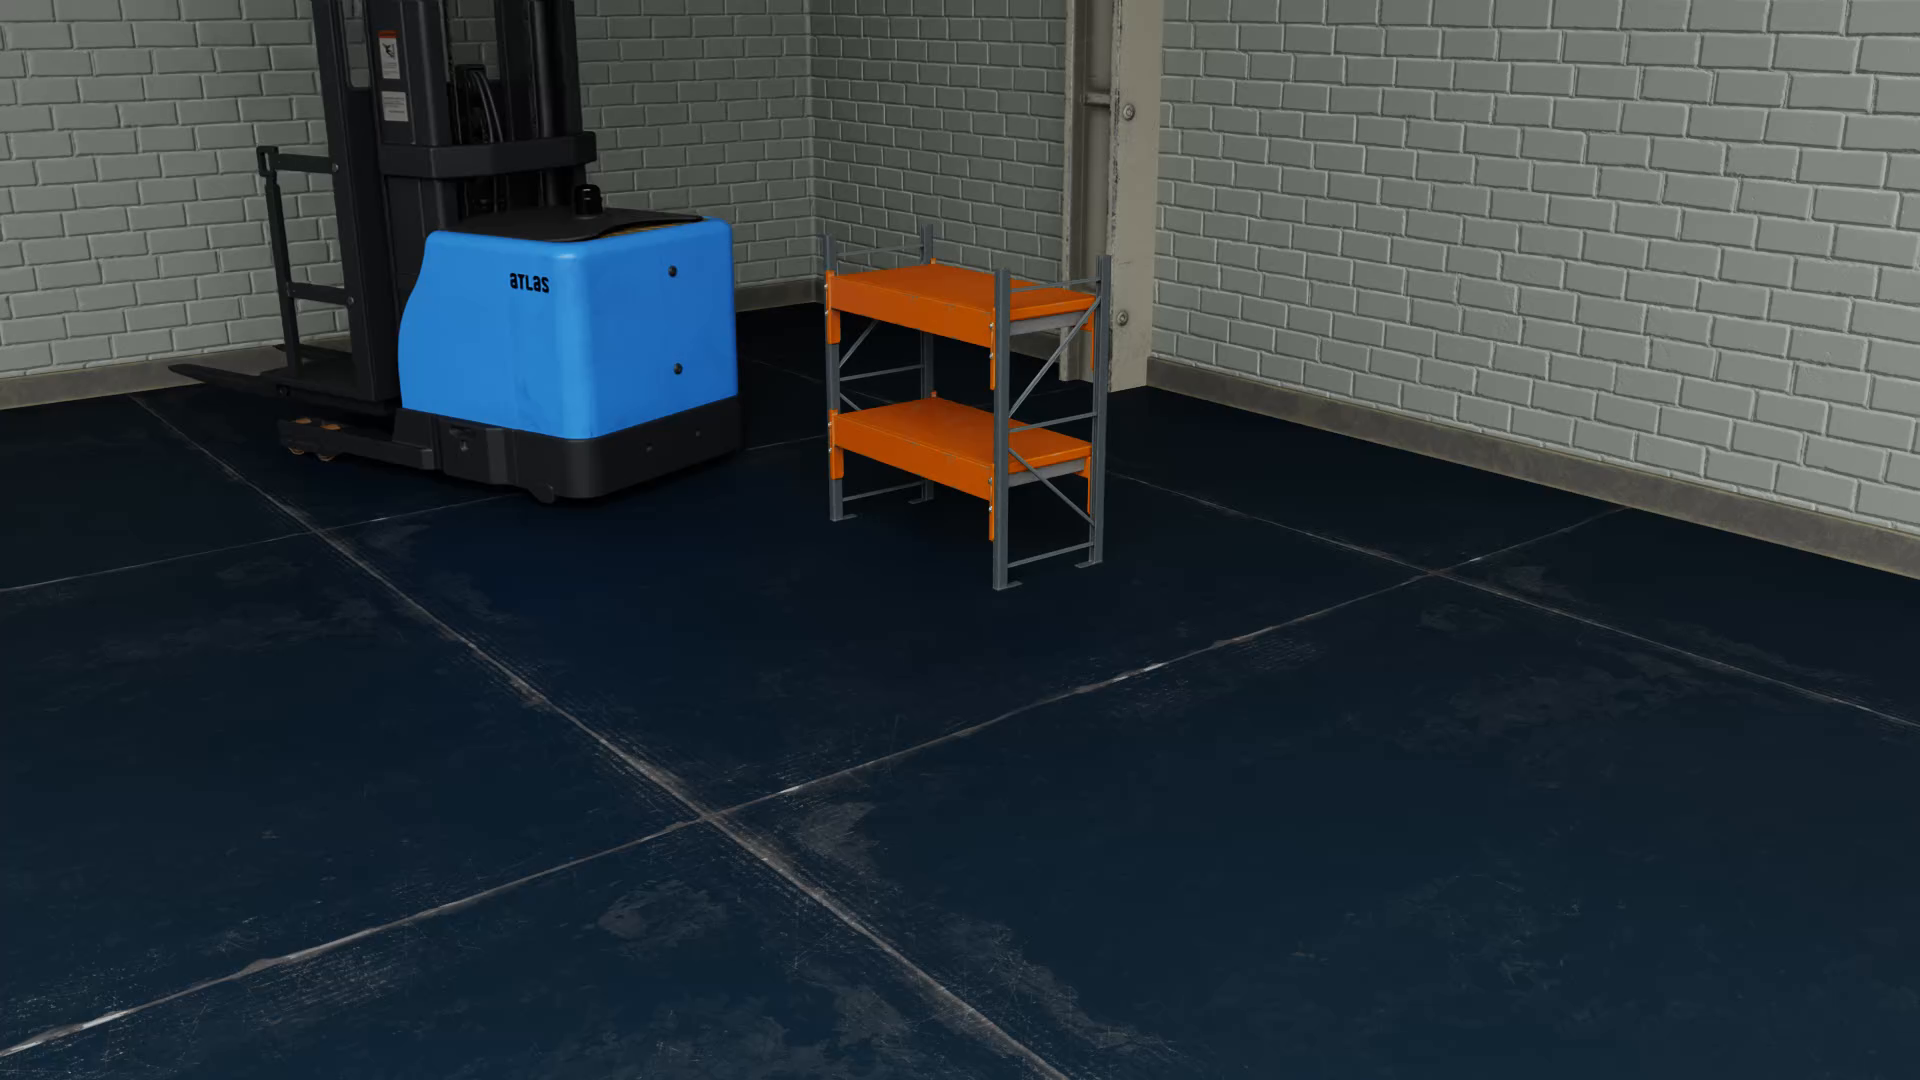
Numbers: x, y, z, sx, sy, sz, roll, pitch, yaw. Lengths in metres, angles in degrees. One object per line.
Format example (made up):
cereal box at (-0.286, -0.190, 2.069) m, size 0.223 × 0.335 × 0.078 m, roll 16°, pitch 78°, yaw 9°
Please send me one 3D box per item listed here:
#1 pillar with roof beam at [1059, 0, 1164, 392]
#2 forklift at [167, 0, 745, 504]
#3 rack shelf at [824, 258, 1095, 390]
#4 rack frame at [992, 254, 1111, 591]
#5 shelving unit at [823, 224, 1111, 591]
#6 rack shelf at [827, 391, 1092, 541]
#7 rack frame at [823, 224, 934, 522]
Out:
pillar with roof beam at (-2.600, -4.281, 4.977) m, size 9.100 × 9.000 × 0.400 m, roll -14°, pitch 23°, yaw -36°
forklift at (-2.476, -1.869, 7.345) m, size 3.031 × 2.935 × 1.130 m, roll 11°, pitch 21°, yaw 31°
rack shelf at (0.004, -0.810, 6.089) m, size 0.538 × 0.278 × 1.000 m, roll -14°, pitch 23°, yaw -36°
rack frame at (0.320, -0.407, 5.802) m, size 0.500 × 1.125 × 0.032 m, roll -14°, pitch 23°, yaw -36°
shelving unit at (0.004, -0.532, 6.181) m, size 0.538 × 1.125 × 1.048 m, roll -14°, pitch 23°, yaw -36°
rack shelf at (0.004, -0.300, 6.258) m, size 0.538 × 0.278 × 1.000 m, roll -14°, pitch 23°, yaw -36°
rack frame at (-0.311, -0.658, 6.559) m, size 0.500 × 1.125 × 0.032 m, roll -14°, pitch 23°, yaw -36°
